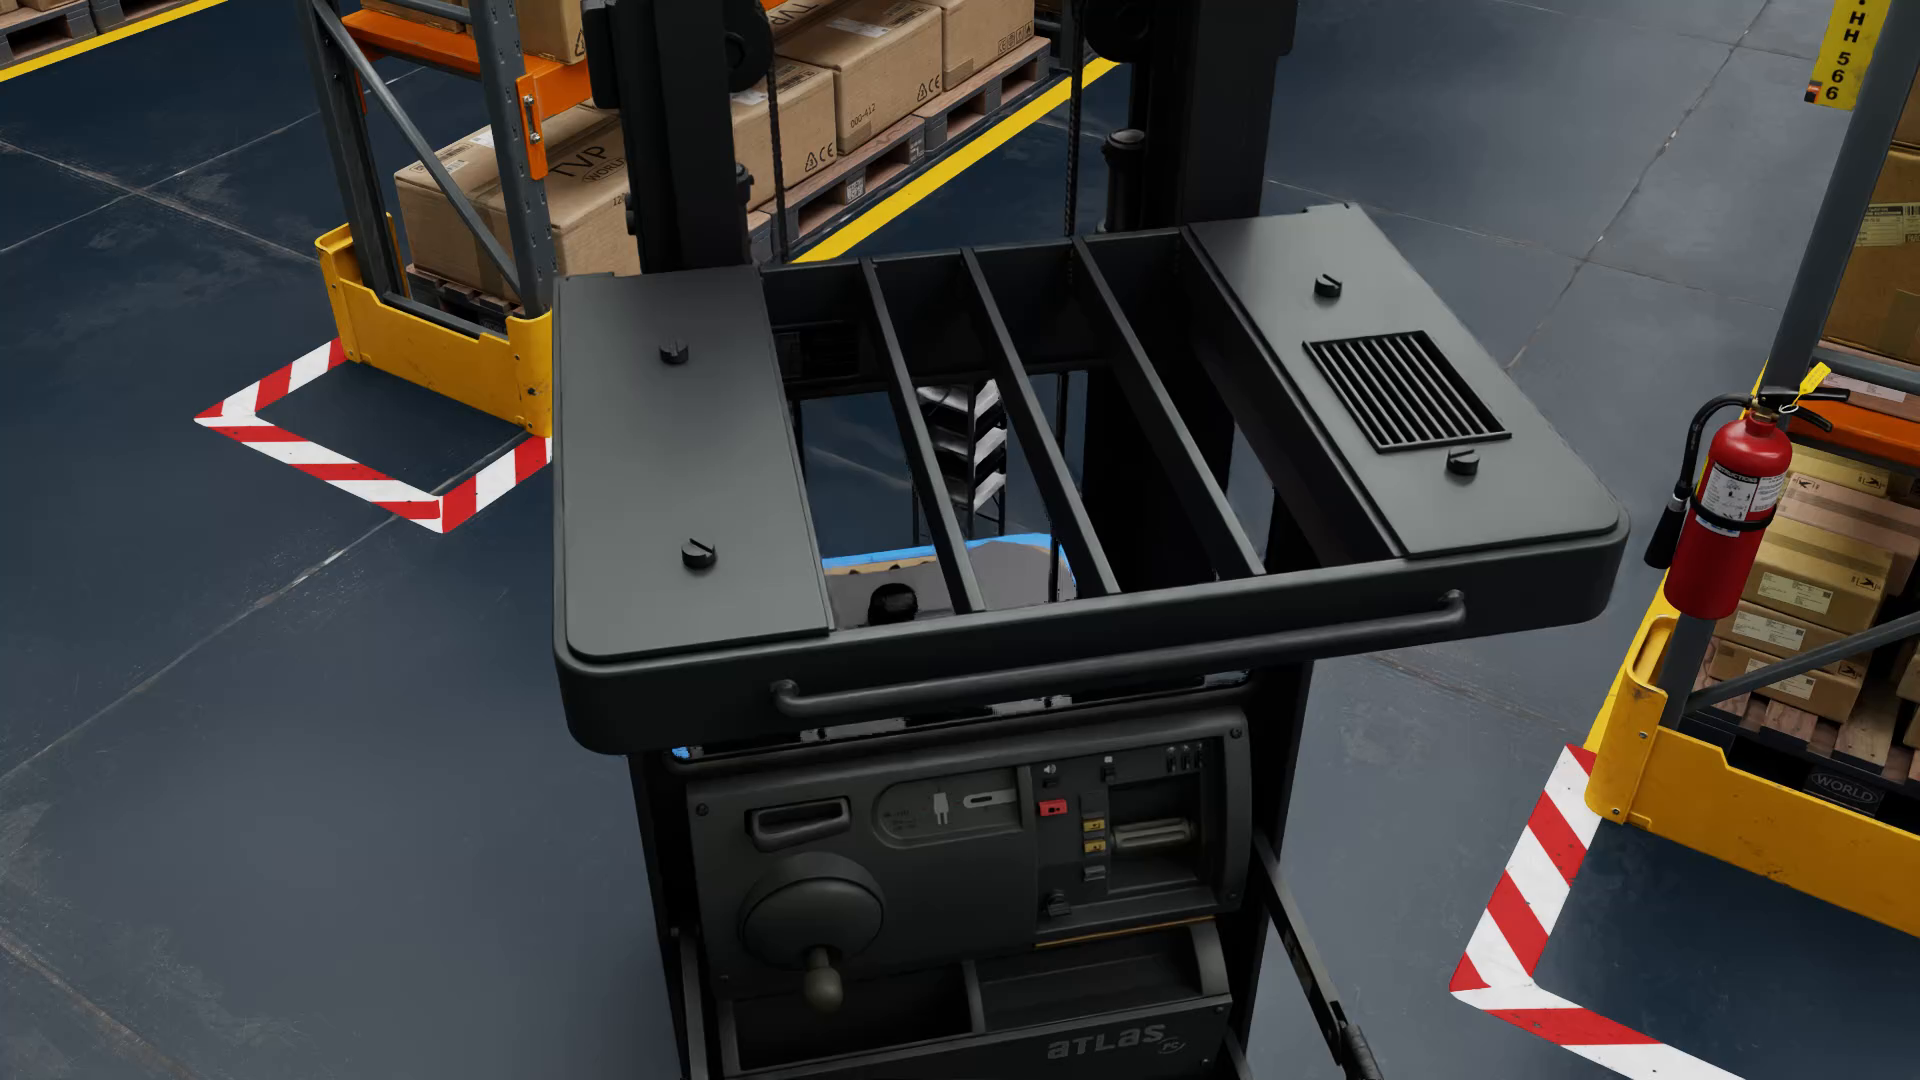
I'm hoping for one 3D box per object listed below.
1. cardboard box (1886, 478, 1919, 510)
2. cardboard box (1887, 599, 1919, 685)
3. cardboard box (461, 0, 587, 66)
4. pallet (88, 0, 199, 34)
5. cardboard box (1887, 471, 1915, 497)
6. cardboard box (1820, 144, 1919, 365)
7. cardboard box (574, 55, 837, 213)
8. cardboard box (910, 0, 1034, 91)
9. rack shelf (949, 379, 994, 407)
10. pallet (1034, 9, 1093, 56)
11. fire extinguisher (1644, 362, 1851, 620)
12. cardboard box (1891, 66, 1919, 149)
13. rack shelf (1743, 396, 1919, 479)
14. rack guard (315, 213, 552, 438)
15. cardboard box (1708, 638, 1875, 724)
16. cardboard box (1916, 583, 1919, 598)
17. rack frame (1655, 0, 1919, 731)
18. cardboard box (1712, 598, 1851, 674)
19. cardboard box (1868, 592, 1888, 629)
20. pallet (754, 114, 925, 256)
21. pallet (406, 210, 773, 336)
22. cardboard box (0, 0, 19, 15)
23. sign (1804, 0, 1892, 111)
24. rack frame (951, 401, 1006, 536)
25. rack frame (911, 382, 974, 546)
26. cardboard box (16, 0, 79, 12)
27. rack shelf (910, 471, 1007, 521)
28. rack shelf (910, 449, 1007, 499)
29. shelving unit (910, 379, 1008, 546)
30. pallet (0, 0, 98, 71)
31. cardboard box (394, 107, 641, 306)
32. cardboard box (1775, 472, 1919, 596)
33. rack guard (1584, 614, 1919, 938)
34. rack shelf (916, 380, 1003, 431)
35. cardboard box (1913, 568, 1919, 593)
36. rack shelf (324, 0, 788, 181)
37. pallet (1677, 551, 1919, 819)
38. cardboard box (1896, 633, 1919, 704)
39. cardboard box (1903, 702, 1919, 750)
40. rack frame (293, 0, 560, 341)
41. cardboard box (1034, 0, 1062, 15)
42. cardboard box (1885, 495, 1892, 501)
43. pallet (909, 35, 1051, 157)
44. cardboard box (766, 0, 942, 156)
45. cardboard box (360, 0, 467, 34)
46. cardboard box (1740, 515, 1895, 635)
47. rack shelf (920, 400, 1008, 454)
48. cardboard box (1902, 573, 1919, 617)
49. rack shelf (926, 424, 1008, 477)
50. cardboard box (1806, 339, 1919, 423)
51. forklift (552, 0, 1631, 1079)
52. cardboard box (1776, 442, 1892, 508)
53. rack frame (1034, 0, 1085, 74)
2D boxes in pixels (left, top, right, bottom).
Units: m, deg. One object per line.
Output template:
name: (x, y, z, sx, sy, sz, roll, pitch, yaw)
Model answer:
cardboard box: (2.864, -0.175, 5.267, 0.380, 0.149, 0.250, 21, 42, 25)
cardboard box: (2.937, 0.355, 4.824, 0.380, 0.149, 0.250, 21, 42, 25)
cardboard box: (-1.420, -2.041, 5.859, 0.500, 0.500, 0.500, 21, 42, 25)
pallet: (-4.991, -3.442, 10.042, 1.003, 0.211, 1.213, 21, 42, 25)
cardboard box: (2.791, -0.308, 5.197, 0.380, 0.149, 0.250, 19, 42, 23)
cardboard box: (2.338, -0.754, 3.946, 0.500, 0.500, 0.500, 22, 43, 26)
cardboard box: (-1.167, -1.847, 7.444, 0.875, 0.438, 0.875, 22, 43, 26)
cardboard box: (-0.203, -2.773, 8.645, 0.875, 0.438, 0.875, 21, 42, 24)
rack shelf: (-0.004, -0.540, 5.325, 0.258, 0.077, 0.200, 21, 42, 25)
pallet: (0.573, -3.228, 9.765, 1.003, 0.211, 1.213, 21, 42, 25)
fire extinguisher: (1.790, -0.124, 3.822, 0.296, 0.674, 0.183, 21, 42, 25)
cardboard box: (2.350, -1.152, 3.643, 0.500, 0.500, 0.500, 20, 42, 24)
rack shelf: (3.386, -1.027, 5.215, 1.077, 0.370, 4.000, 21, 42, 25)
rack guard: (-1.932, -0.846, 6.438, 1.175, 0.500, 0.348, 21, 42, 25)
cardboard box: (2.420, 0.342, 4.840, 0.380, 0.149, 0.250, 22, 43, 26)
cardboard box: (2.928, 0.106, 4.660, 0.380, 0.149, 0.250, 22, 43, 26)
rack frame: (2.315, -0.281, 3.658, 1.000, 3.000, 0.127, 21, 42, 25)
cardboard box: (2.356, 0.199, 4.783, 0.380, 0.149, 0.250, 20, 42, 24)
cardboard box: (2.542, 0.081, 4.935, 0.380, 0.149, 0.250, 20, 42, 24)
pallet: (-0.903, -1.808, 7.922, 1.003, 0.211, 1.213, 21, 42, 25)
pallet: (-1.557, -1.181, 7.110, 1.003, 0.211, 1.213, 21, 42, 25)
cardboard box: (-5.444, -2.998, 9.173, 0.380, 0.149, 0.250, 19, 42, 23)
sign: (1.857, -1.057, 3.457, 0.100, 0.325, 0.005, 21, 42, 25)
rack frame: (0.050, -0.405, 5.538, 0.240, 0.900, 0.006, 21, 42, 25)
rack frame: (-0.059, -0.300, 5.402, 0.240, 0.900, 0.006, 21, 42, 25)
cardboard box: (-5.214, -3.358, 9.353, 0.700, 0.500, 0.500, 23, 43, 27)
rack shelf: (-0.004, -0.183, 5.600, 0.258, 0.077, 0.200, 21, 42, 25)
rack shelf: (-0.004, -0.255, 5.545, 0.258, 0.077, 0.200, 21, 42, 25)
shelving unit: (-0.004, -0.352, 5.470, 0.258, 0.900, 0.210, 21, 42, 25)
pallet: (-5.645, -2.816, 9.230, 1.003, 0.211, 1.213, 21, 42, 25)
cardboard box: (-1.650, -1.373, 6.828, 0.875, 0.438, 0.875, 20, 42, 24)
cardboard box: (2.567, -0.020, 4.823, 0.380, 0.149, 0.250, 22, 43, 26)
rack guard: (2.355, 0.670, 4.472, 1.175, 0.500, 0.348, 21, 42, 25)
rack shelf: (-0.004, -0.468, 5.380, 0.258, 0.077, 0.200, 21, 42, 25)
cardboard box: (3.063, 0.100, 4.911, 0.380, 0.149, 0.250, 22, 43, 26)
rack shelf: (-0.848, -2.594, 7.247, 1.077, 0.370, 4.000, 21, 42, 25)
pallet: (2.820, 0.377, 5.088, 1.003, 0.211, 1.213, 21, 42, 25)
cardboard box: (2.812, 0.378, 4.550, 0.380, 0.149, 0.250, 23, 43, 27)
cardboard box: (2.866, 0.516, 4.614, 0.380, 0.149, 0.250, 22, 43, 26)
rack frame: (-1.919, -1.848, 5.690, 1.000, 3.000, 0.127, 21, 42, 25)
cardboard box: (0.488, -3.581, 9.334, 0.875, 0.875, 0.875, 23, 43, 26)
cardboard box: (2.633, -0.070, 5.131, 0.380, 0.149, 0.250, 19, 42, 23)
pallet: (-0.250, -2.439, 8.741, 1.003, 0.211, 1.213, 21, 42, 25)
cardboard box: (-0.682, -2.311, 8.046, 0.875, 0.438, 0.875, 20, 42, 24)
cardboard box: (-1.884, -2.223, 6.095, 0.500, 0.500, 0.500, 21, 42, 25)
cardboard box: (2.384, 0.090, 4.680, 0.380, 0.149, 0.250, 22, 43, 26)
rack shelf: (-0.004, -0.397, 5.435, 0.258, 0.077, 0.200, 21, 42, 25)
cardboard box: (3.064, 0.224, 4.993, 0.380, 0.149, 0.250, 22, 43, 26)
rack shelf: (-0.004, -0.326, 5.490, 0.258, 0.077, 0.200, 21, 42, 25)
cardboard box: (2.251, -0.442, 4.072, 0.380, 0.149, 0.250, 21, 42, 25)
forklift: (0.074, 0.598, 2.574, 1.130, 2.935, 3.031, -7, 38, -9)
cardboard box: (2.599, -0.195, 5.050, 0.380, 0.149, 0.250, 20, 42, 24)
rack frame: (0.224, -3.910, 8.365, 1.000, 3.000, 0.127, 21, 42, 25)
